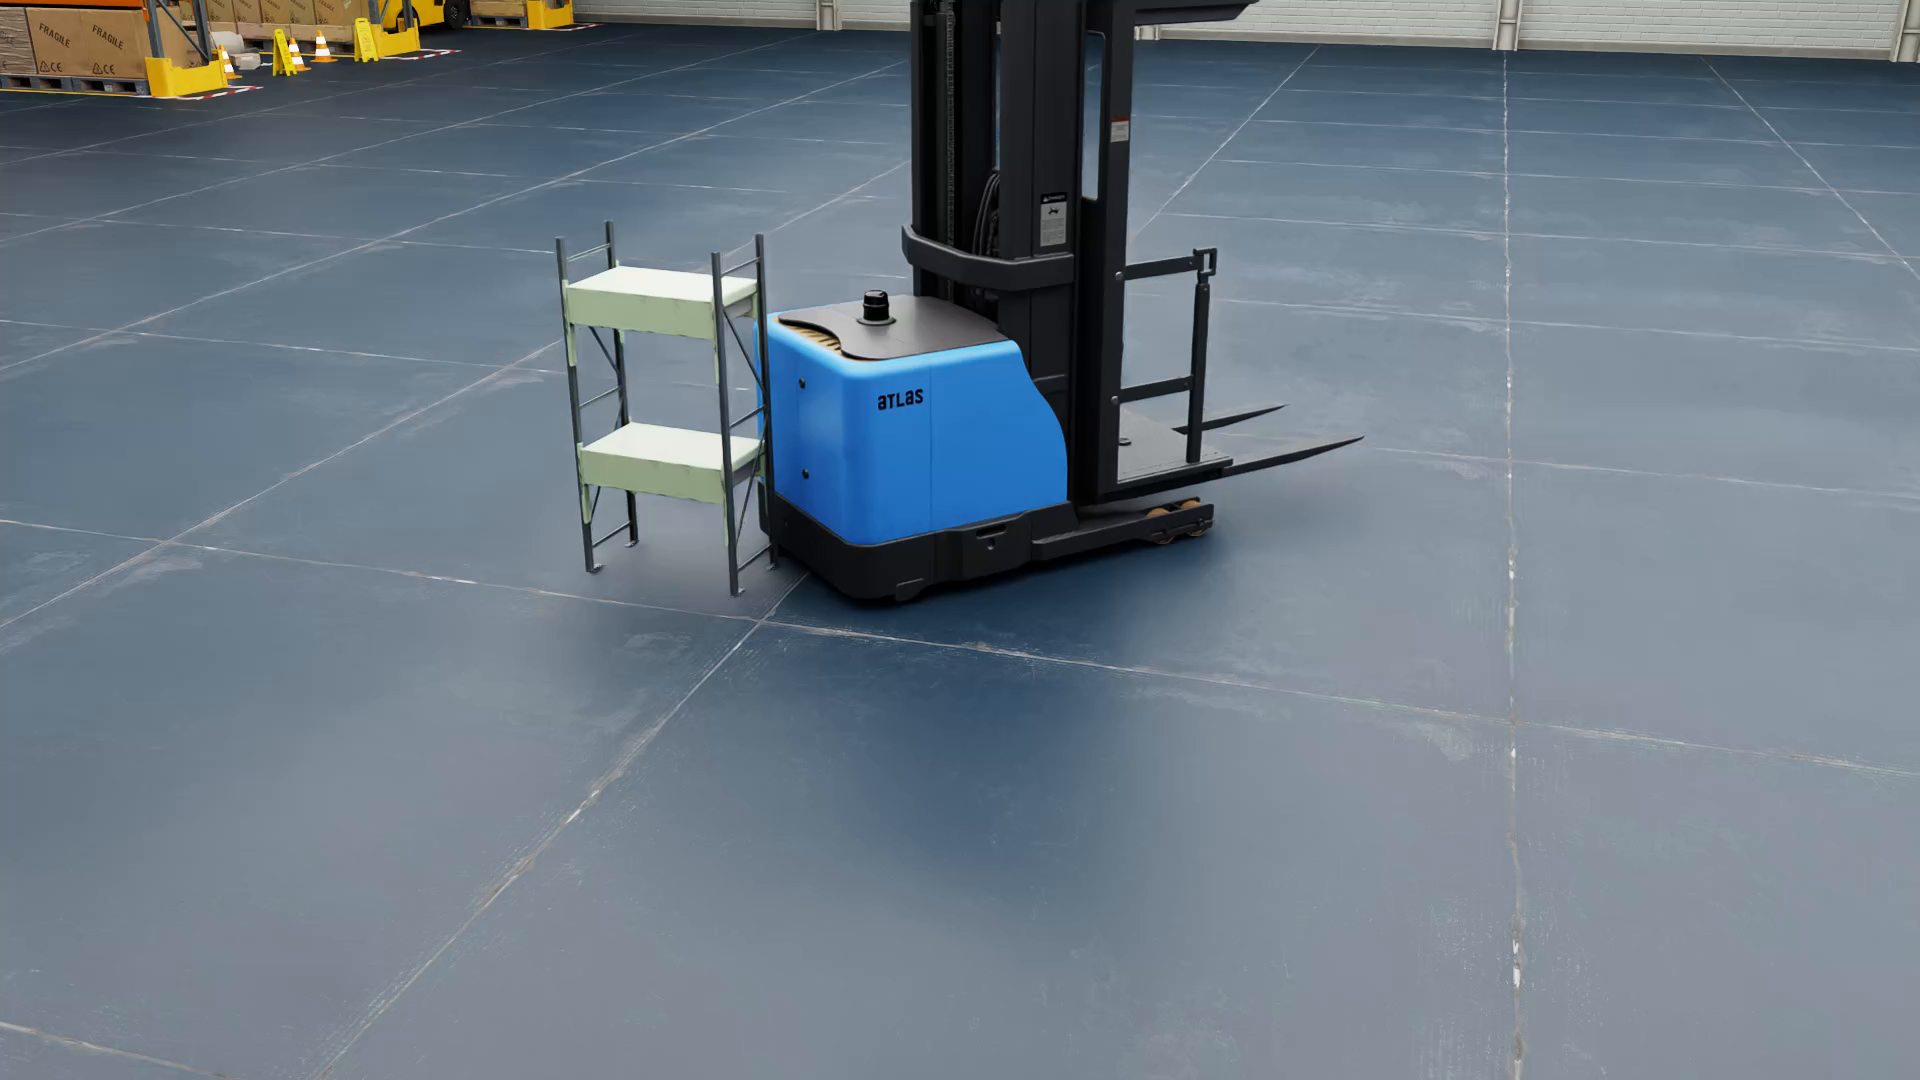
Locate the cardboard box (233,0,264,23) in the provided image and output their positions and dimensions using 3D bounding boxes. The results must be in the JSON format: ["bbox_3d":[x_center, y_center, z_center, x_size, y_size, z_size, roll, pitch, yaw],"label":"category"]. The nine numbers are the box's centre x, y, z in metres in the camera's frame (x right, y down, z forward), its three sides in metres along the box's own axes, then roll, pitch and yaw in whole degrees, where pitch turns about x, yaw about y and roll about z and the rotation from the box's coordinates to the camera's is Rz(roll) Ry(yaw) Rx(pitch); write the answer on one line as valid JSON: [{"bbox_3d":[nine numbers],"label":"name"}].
[{"bbox_3d":[-11.521,-8.753,27.238,0.500,0.500,0.500,8,24,18],"label":"cardboard box"}]

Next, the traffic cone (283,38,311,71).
[{"bbox_3d":[-9.970,-7.284,24.919,0.334,0.463,0.336,7,23,16],"label":"traffic cone"}]

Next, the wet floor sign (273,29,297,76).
[{"bbox_3d":[-9.924,-7.138,24.321,0.232,0.644,0.267,3,22,6],"label":"wet floor sign"}]

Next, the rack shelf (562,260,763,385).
[{"bbox_3d":[-1.244,-0.929,7.029,0.720,0.370,0.431,9,24,20],"label":"rack shelf"}]

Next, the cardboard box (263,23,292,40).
[{"bbox_3d":[-11.038,-8.348,27.239,0.500,0.250,0.500,6,23,14],"label":"cardboard box"}]

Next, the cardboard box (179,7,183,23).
[{"bbox_3d":[-13.523,-8.794,28.165,0.625,0.372,0.950,7,23,16],"label":"cardboard box"}]

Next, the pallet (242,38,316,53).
[{"bbox_3d":[-11.195,-8.275,27.665,1.213,0.211,1.003,7,23,16],"label":"pallet"}]

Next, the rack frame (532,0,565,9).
[{"bbox_3d":[-7.760,-11.124,30.937,0.127,3.000,1.000,7,23,16],"label":"rack frame"}]

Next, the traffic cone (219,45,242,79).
[{"bbox_3d":[-10.622,-6.911,24.009,0.334,0.463,0.336,7,23,16],"label":"traffic cone"}]

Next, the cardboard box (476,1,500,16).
[{"bbox_3d":[-8.775,-10.041,31.366,0.500,0.250,0.500,7,23,15],"label":"cardboard box"}]

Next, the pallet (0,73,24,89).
[{"bbox_3d":[-13.648,-6.547,23.453,1.213,0.211,1.003,7,23,15],"label":"pallet"}]

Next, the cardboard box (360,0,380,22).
[{"bbox_3d":[-9.906,-8.781,27.305,0.500,0.500,0.500,6,23,14],"label":"cardboard box"}]

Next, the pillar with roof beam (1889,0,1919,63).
[{"bbox_3d":[13.567,-10.108,20.556,0.400,9.000,9.100,7,23,16],"label":"pillar with roof beam"}]

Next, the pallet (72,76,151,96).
[{"bbox_3d":[-11.312,-6.280,22.801,1.213,0.211,1.003,7,23,15],"label":"pallet"}]

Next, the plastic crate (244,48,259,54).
[{"bbox_3d":[-11.754,-7.938,27.016,0.583,0.080,0.402,-1,22,-3],"label":"plastic crate"}]

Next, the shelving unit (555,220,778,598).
[{"bbox_3d":[-1.244,-0.567,7.177,0.755,1.500,0.431,9,24,20],"label":"shelving unit"}]

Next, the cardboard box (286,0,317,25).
[{"bbox_3d":[-10.533,-8.638,26.959,0.500,0.500,0.500,7,23,17],"label":"cardboard box"}]

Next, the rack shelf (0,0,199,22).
[{"bbox_3d":[-12.438,-7.397,22.799,4.000,0.370,1.077,7,23,16],"label":"rack shelf"}]

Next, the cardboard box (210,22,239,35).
[{"bbox_3d":[-12.019,-8.464,27.521,0.500,0.250,0.500,8,24,19],"label":"cardboard box"}]

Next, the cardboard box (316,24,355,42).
[{"bbox_3d":[-10.065,-8.236,26.965,0.500,0.250,0.500,6,23,15],"label":"cardboard box"}]

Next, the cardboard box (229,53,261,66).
[{"bbox_3d":[-11.028,-7.411,25.641,0.380,0.149,0.250,-20,29,-39],"label":"cardboard box"}]

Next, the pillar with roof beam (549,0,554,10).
[{"bbox_3d":[-9.410,-12.739,26.970,0.400,9.000,9.100,7,23,16],"label":"pillar with roof beam"}]

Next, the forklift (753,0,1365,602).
[{"bbox_3d":[0.598,-1.492,7.546,3.031,2.935,1.130,-13,26,-28],"label":"forklift"}]

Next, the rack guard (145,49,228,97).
[{"bbox_3d":[-10.500,-6.352,22.596,0.348,0.500,1.175,7,23,16],"label":"rack guard"}]

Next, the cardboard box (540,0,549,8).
[{"bbox_3d":[-8.174,-10.171,31.683,0.500,0.250,0.500,7,23,16],"label":"cardboard box"}]

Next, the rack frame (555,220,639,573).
[{"bbox_3d":[-1.584,-0.619,7.304,0.023,1.500,0.400,9,24,20],"label":"rack frame"}]

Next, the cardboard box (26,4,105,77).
[{"bbox_3d":[-12.035,-6.868,22.807,0.875,0.875,0.875,6,23,15],"label":"cardboard box"}]

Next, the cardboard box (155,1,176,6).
[{"bbox_3d":[-15.886,-11.007,33.392,0.500,0.500,0.500,7,23,17],"label":"cardboard box"}]

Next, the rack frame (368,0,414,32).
[{"bbox_3d":[-9.190,-9.320,26.539,0.127,3.000,1.000,7,23,16],"label":"rack frame"}]

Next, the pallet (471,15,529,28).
[{"bbox_3d":[-8.504,-9.903,31.633,1.213,0.211,1.003,7,23,16],"label":"pallet"}]

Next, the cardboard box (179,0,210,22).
[{"bbox_3d":[-12.533,-8.865,27.511,0.500,0.500,0.500,8,24,18],"label":"cardboard box"}]

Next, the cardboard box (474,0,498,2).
[{"bbox_3d":[-8.793,-10.276,31.281,0.500,0.250,0.500,6,23,15],"label":"cardboard box"}]

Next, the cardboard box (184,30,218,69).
[{"bbox_3d":[-11.603,-7.438,25.240,0.637,0.503,0.797,-9,24,-21],"label":"cardboard box"}]

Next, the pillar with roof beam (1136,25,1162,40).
[{"bbox_3d":[2.079,-11.424,23.763,0.400,9.000,9.100,7,23,16],"label":"pillar with roof beam"}]
